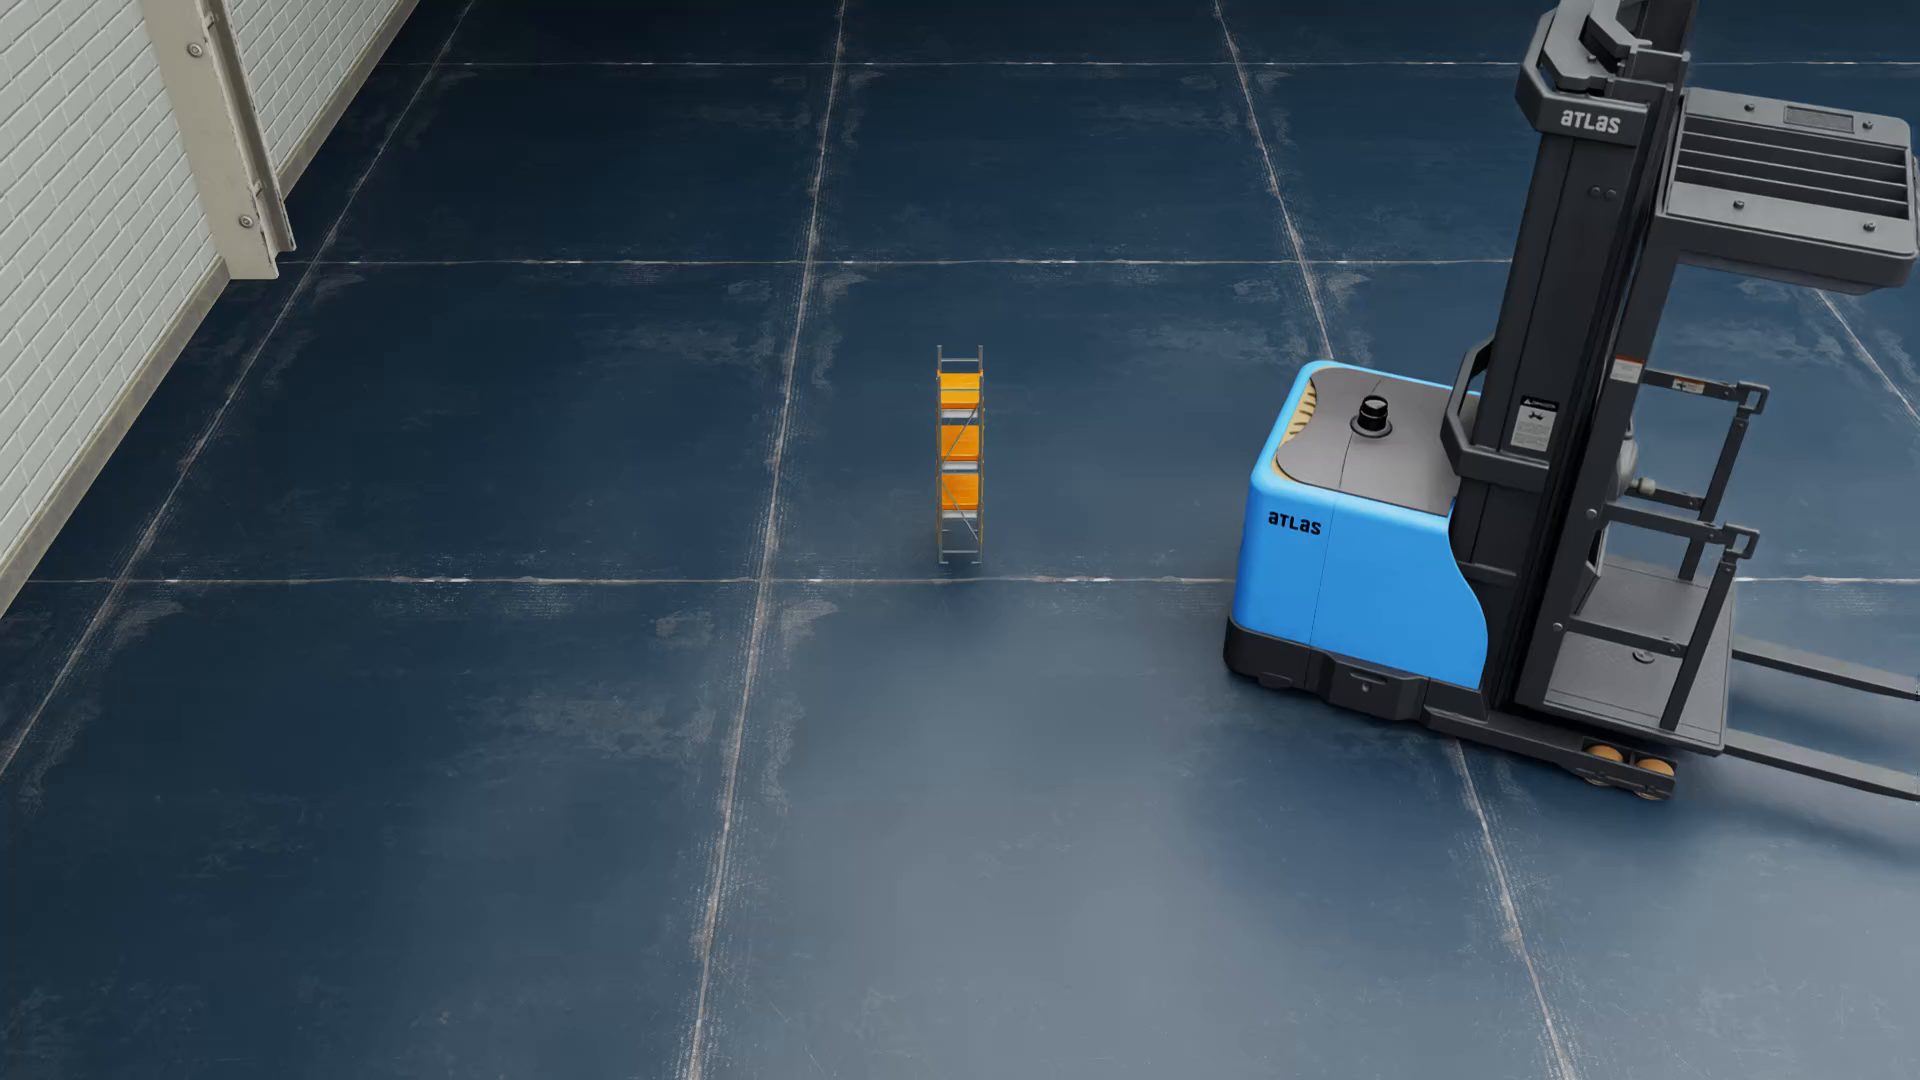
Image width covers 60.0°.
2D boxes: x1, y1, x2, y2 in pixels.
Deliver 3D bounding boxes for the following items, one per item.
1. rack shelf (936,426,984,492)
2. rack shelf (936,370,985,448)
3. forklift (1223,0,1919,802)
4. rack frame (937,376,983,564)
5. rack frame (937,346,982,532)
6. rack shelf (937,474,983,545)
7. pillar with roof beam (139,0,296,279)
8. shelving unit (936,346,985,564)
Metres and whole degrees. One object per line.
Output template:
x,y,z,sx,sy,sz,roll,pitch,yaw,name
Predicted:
0.000,-0.368,7.632,0.215,0.259,0.240,0,39,0,rack shelf
0.000,-0.589,7.455,0.215,0.259,0.240,0,39,0,rack shelf
2.713,-0.478,6.249,3.031,2.935,1.130,15,41,18,forklift
0.000,-0.300,7.530,0.200,1.050,0.008,0,39,0,rack frame
0.000,-0.453,7.721,0.200,1.050,0.008,0,39,0,rack frame
0.000,-0.151,7.806,0.215,0.259,0.240,0,39,0,rack shelf
0.062,-5.200,7.288,9.100,9.000,0.400,0,39,0,pillar with roof beam
0.000,-0.376,7.625,0.215,1.050,0.252,0,39,0,shelving unit
